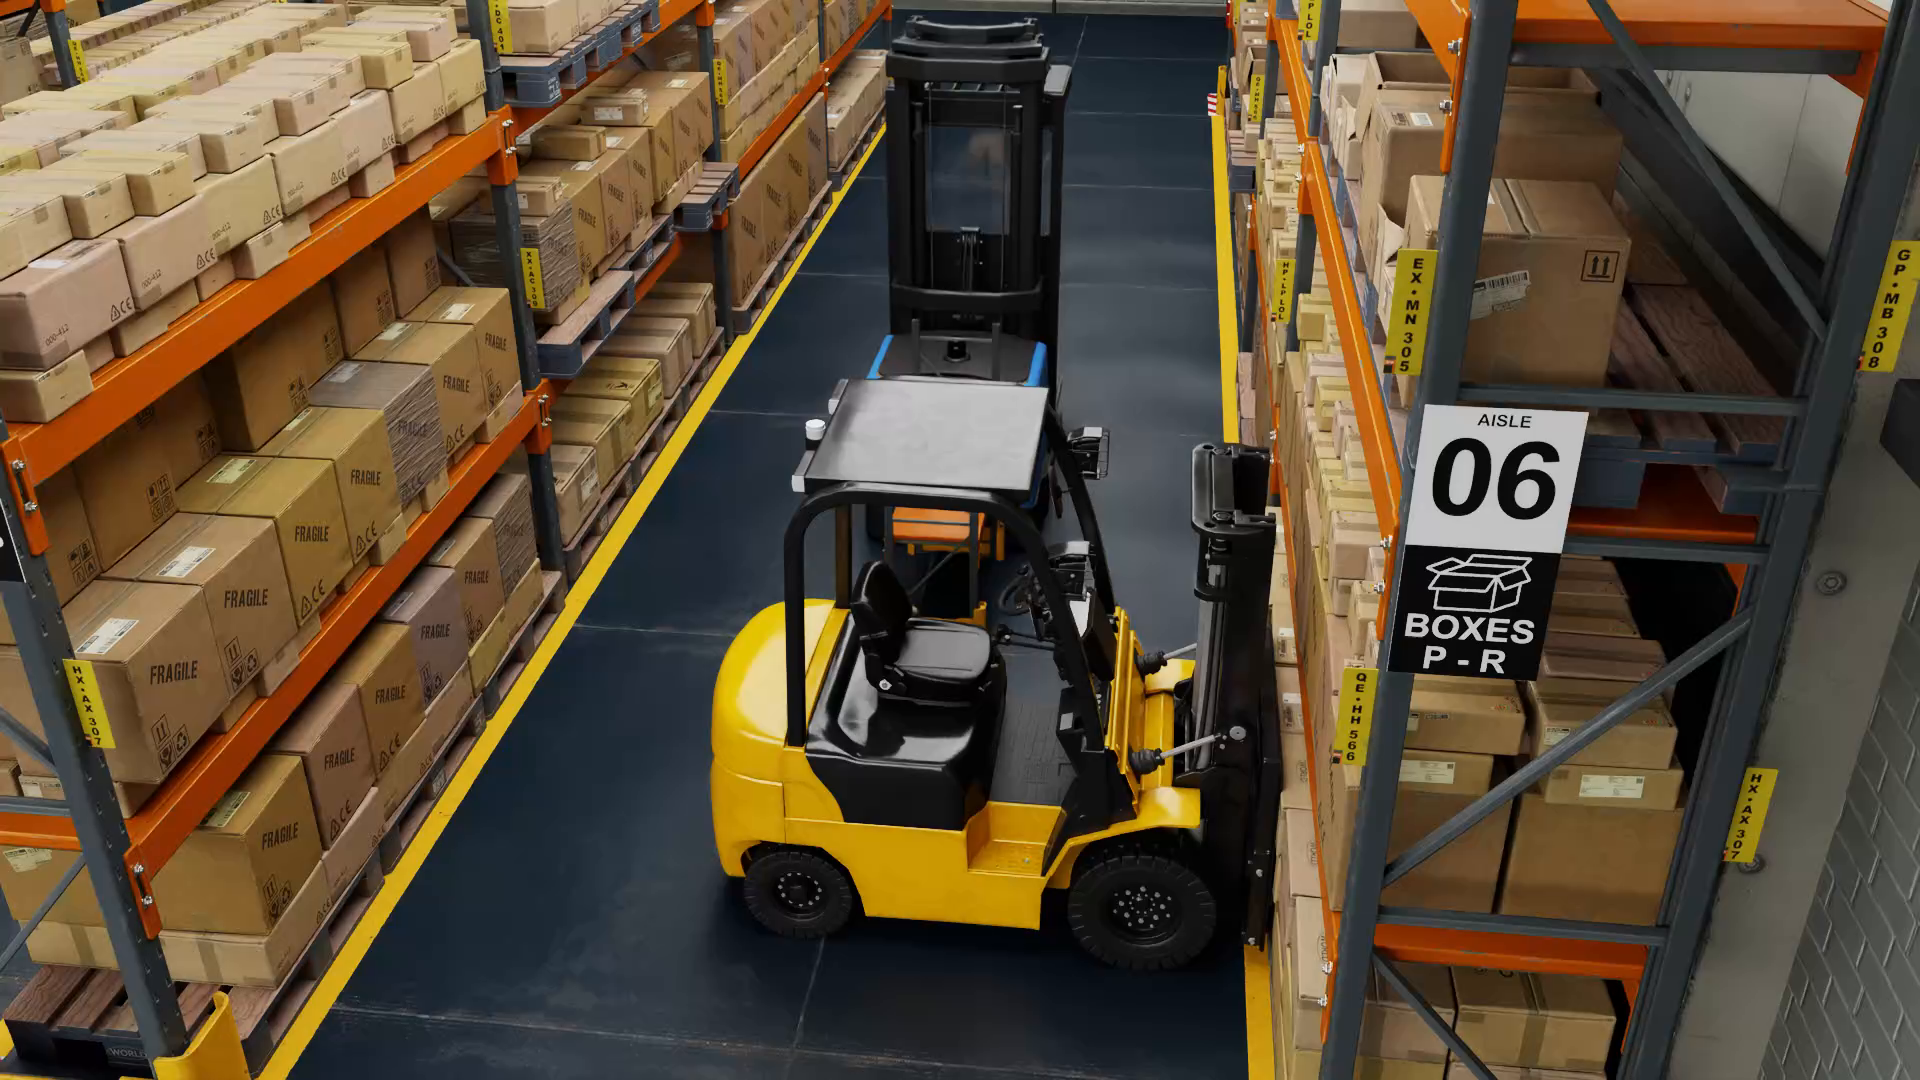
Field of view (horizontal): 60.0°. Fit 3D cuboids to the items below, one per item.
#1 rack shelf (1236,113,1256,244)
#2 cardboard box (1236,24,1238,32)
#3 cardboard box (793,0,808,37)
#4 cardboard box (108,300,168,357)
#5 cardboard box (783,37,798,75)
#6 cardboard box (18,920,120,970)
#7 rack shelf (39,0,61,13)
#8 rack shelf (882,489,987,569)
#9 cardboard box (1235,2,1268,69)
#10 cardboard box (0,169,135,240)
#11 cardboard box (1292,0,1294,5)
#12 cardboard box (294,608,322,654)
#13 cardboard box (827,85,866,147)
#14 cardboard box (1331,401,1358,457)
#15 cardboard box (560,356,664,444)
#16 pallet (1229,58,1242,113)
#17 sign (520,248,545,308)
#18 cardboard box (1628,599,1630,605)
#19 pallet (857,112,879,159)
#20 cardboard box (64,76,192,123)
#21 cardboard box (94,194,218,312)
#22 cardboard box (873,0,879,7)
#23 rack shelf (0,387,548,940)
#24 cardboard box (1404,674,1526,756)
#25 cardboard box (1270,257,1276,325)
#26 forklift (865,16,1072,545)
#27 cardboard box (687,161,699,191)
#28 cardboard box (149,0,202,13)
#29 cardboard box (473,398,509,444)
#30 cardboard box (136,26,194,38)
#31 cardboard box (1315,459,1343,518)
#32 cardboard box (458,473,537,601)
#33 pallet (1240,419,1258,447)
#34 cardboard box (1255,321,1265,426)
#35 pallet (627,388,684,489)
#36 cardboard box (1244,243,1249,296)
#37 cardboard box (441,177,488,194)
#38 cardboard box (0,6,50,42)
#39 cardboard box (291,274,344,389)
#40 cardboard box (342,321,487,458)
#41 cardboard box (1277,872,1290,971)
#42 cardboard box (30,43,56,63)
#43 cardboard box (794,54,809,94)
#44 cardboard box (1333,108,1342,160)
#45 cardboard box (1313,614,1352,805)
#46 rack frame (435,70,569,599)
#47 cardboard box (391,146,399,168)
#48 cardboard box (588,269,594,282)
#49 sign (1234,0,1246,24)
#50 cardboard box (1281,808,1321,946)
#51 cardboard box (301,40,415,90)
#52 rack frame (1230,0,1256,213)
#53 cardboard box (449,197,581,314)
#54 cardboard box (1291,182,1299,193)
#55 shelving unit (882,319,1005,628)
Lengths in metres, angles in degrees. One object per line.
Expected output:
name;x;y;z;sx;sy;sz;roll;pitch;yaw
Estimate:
rack shelf;2.879;-3.238;13.857;1.077;0.370;4.000;3;28;6
cardboard box;3.082;-5.401;17.378;0.380;0.149;0.250;4;29;7
cardboard box;-1.664;-4.799;14.835;0.500;0.500;0.500;4;29;7
cardboard box;-2.900;-0.733;5.551;0.380;0.149;0.250;4;29;8
cardboard box;-1.727;-4.236;14.581;0.500;0.250;0.500;4;29;7
cardboard box;-3.438;1.484;6.790;0.500;0.250;0.500;3;28;6
rack shelf;-7.463;-3.203;10.628;1.077;0.370;4.000;3;28;6
rack shelf;-0.089;-0.172;9.367;0.538;0.185;1.000;3;29;6
cardboard box;2.843;-4.511;14.912;0.700;0.500;0.500;4;29;7
cardboard box;-2.920;-1.085;5.362;0.380;0.149;0.250;3;28;6
cardboard box;2.072;-3.068;9.336;0.380;0.149;0.250;3;28;6
cardboard box;-2.821;0.348;6.707;0.380;0.149;0.250;4;29;8
cardboard box;-1.510;-4.551;17.793;0.875;0.438;0.875;3;28;5
cardboard box;1.731;-0.448;6.815;0.380;0.149;0.250;3;28;6
cardboard box;-2.553;-0.959;11.195;0.950;0.372;0.625;4;29;8
pallet;2.918;-4.042;14.793;1.003;0.211;1.213;3;28;6
sign;-2.243;-1.371;8.719;0.100;0.325;0.005;3;28;6
cardboard box;2.151;0.203;5.921;0.380;0.149;0.250;4;29;7
pallet;-1.485;-4.485;18.352;1.003;0.211;1.213;3;28;6
cardboard box;-3.254;-1.713;6.528;0.380;0.149;0.250;4;29;7
cardboard box;-2.876;-0.978;5.584;0.500;0.250;0.500;3;28;5
cardboard box;-1.185;-6.232;18.550;0.500;0.500;0.500;3;28;5
rack shelf;-3.028;0.241;7.399;1.077;0.370;4.000;3;28;6
cardboard box;1.488;0.511;5.037;0.380;0.149;0.250;3;29;6
cardboard box;2.006;-1.373;9.268;0.500;0.250;0.500;3;28;5
forklift;0.121;-1.935;10.752;1.130;2.935;3.031;3;29;6
cardboard box;-2.047;-2.555;11.652;0.380;0.149;0.250;3;28;6
cardboard box;-7.295;-4.949;15.468;0.380;0.149;0.250;4;29;7
cardboard box;-2.544;-0.620;8.503;0.380;0.149;0.250;4;29;7
cardboard box;-6.810;-4.302;14.267;0.380;0.149;0.250;4;29;8
cardboard box;1.634;-0.199;6.667;0.380;0.149;0.250;3;28;5
cardboard box;-2.589;-0.028;8.805;0.500;0.500;0.500;3;28;5
pallet;2.342;-0.428;10.822;1.003;0.211;1.213;3;28;6
cardboard box;2.472;-1.152;11.287;0.875;0.625;0.625;4;29;8
pallet;-2.542;-0.732;11.387;1.003;0.211;1.213;3;28;6
cardboard box;2.544;-2.145;13.261;0.500;0.500;0.500;3;28;5
cardboard box;-2.895;-1.842;9.644;0.500;0.500;0.500;4;29;6
cardboard box;-11.258;-5.757;19.571;0.875;0.875;0.875;3;28;6
cardboard box;-3.225;-0.964;7.404;0.700;0.500;0.500;3;28;5
cardboard box;-2.647;-0.726;8.016;0.500;0.500;0.500;4;29;8
cardboard box;1.475;1.475;6.279;0.500;0.250;0.500;3;28;6
cardboard box;-7.548;-3.975;13.661;0.380;0.149;0.250;4;29;8
cardboard box;-1.671;-4.252;15.138;0.500;0.250;0.500;3;28;5
cardboard box;1.693;-1.614;6.638;0.380;0.149;0.250;4;29;8
cardboard box;1.526;0.617;5.836;0.500;0.500;0.500;4;29;8
rack frame;-2.783;-1.018;8.976;1.000;3.000;0.127;3;28;6
cardboard box;-2.723;-1.709;7.362;0.380;0.149;0.250;2;28;4
cardboard box;-2.403;-1.589;9.858;0.380;0.149;0.250;5;29;9
sign;2.585;-4.906;15.280;0.100;0.325;0.005;3;28;6
cardboard box;1.457;1.262;6.147;0.500;0.250;0.500;4;29;7
cardboard box;-2.583;-2.043;7.141;0.380;0.149;0.250;4;29;8
rack frame;3.124;-4.497;15.434;1.000;3.000;0.127;3;28;6
cardboard box;-2.441;-1.581;9.161;0.500;0.500;0.500;4;29;7
cardboard box;2.219;-2.074;10.148;0.380;0.149;0.250;3;28;6
shelving unit;-0.088;-0.334;9.289;0.587;1.500;1.083;3;29;6
